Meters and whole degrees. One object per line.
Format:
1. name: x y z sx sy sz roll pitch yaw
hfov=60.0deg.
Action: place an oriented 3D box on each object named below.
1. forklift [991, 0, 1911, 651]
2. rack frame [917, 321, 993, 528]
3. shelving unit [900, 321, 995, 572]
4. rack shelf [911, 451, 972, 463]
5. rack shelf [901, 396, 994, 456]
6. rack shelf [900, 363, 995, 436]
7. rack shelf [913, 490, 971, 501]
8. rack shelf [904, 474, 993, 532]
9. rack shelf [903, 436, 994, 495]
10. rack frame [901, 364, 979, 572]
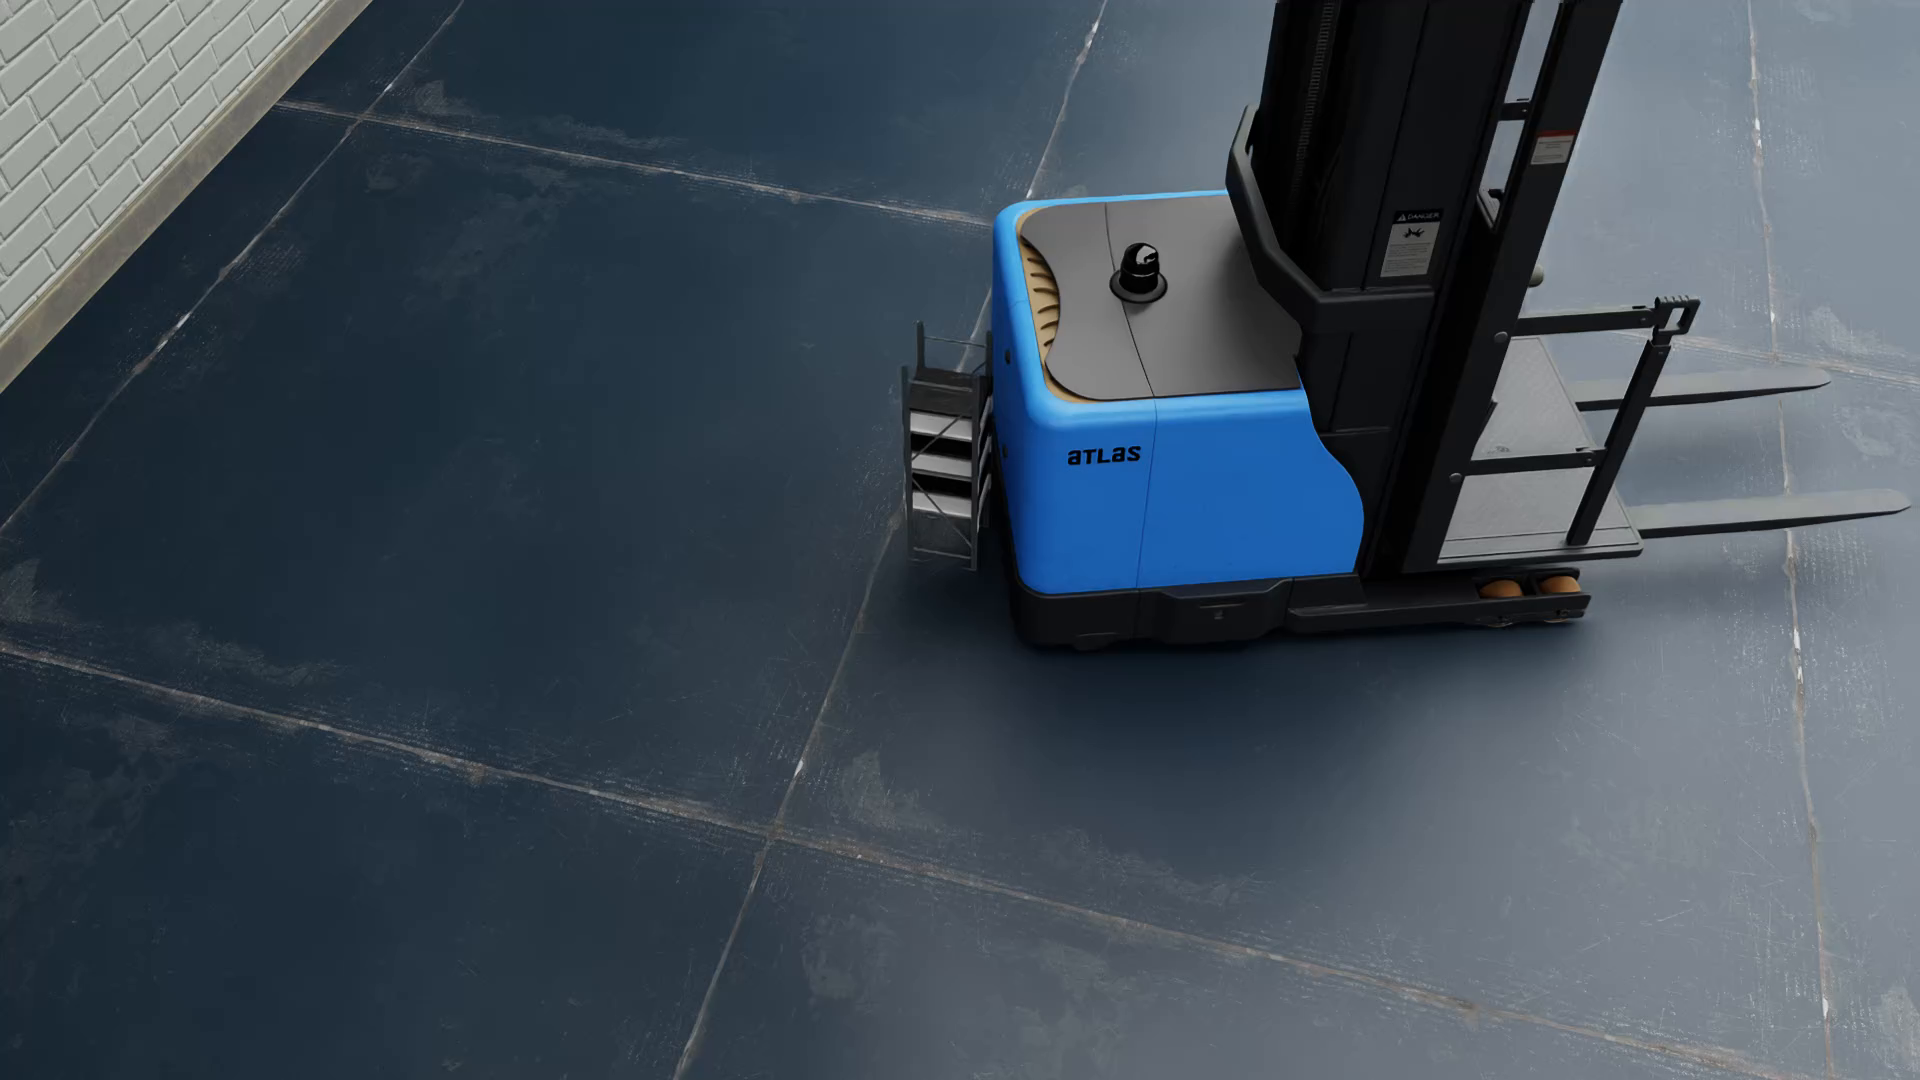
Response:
1. forklift: 1.641 -1.076 4.745 3.031 2.935 1.130 -4 49 -4
2. rack frame: -0.016 -0.360 5.468 0.240 0.900 0.006 9 49 8
3. shelving unit: -0.038 -0.286 5.402 0.258 0.900 0.210 9 49 8
4. rack shelf: -0.038 -0.333 5.348 0.199 0.015 0.184 9 49 8
5. rack shelf: -0.038 -0.383 5.292 0.258 0.077 0.200 9 49 8
6. rack shelf: -0.038 -0.442 5.224 0.258 0.077 0.200 9 49 8
7. rack shelf: -0.038 -0.214 5.483 0.199 0.015 0.184 9 49 8
8. rack shelf: -0.038 -0.144 5.562 0.258 0.077 0.200 9 49 8
9. rack shelf: -0.038 -0.264 5.427 0.258 0.077 0.200 9 49 8
10. rack frame: -0.060 -0.211 5.336 0.240 0.900 0.006 9 49 8
